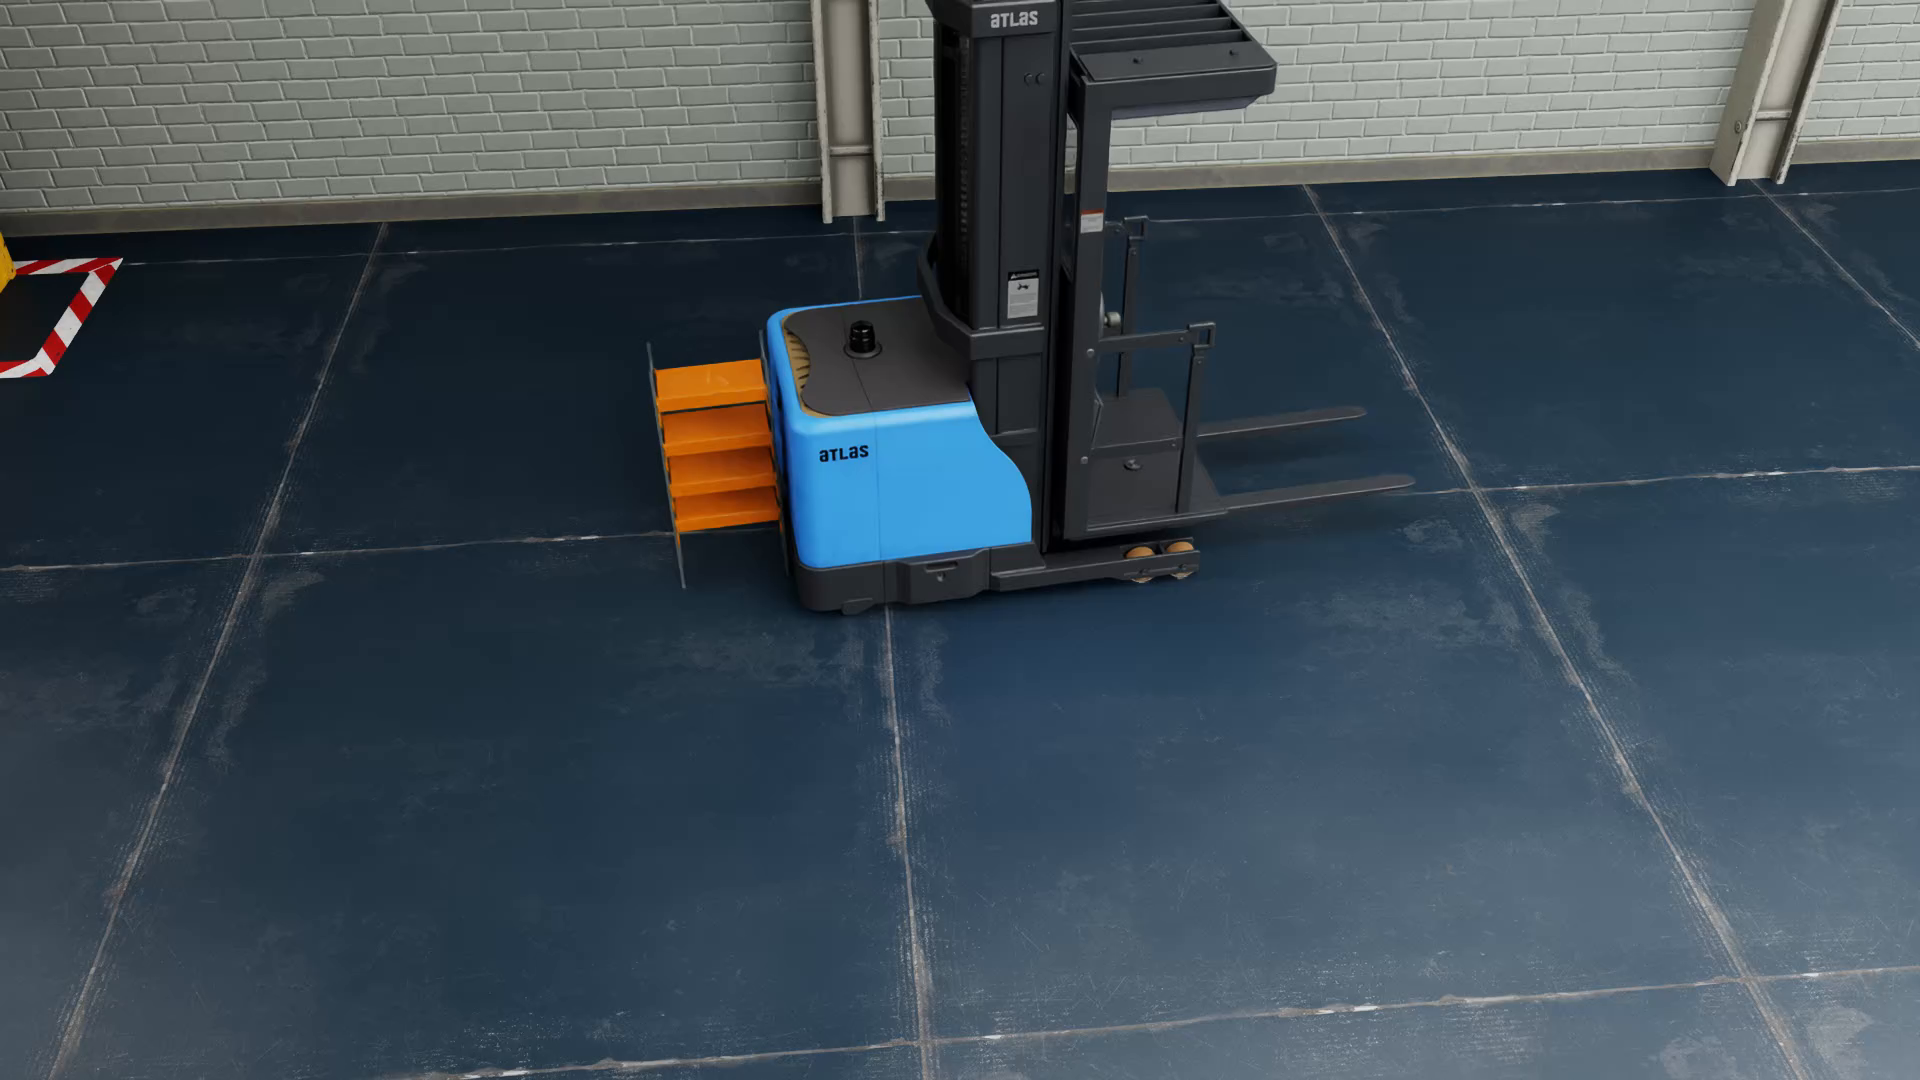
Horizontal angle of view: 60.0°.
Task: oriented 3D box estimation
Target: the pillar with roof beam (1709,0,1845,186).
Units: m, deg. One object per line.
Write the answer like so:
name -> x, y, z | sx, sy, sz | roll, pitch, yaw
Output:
pillar with roof beam -> 5.666, -3.338, 5.038 | 0.400, 9.000, 9.100 | -3, 38, -4

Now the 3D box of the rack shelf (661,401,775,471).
rack shelf -> -1.085, -0.467, 7.436 | 0.480, 0.148, 0.258 | -7, 39, -8

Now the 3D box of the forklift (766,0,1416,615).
forklift -> 0.663, -1.266, 7.311 | 3.031, 2.935, 1.130 | -7, 39, -9

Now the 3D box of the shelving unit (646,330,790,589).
shelving unit -> -1.083, -0.345, 7.534 | 0.503, 1.200, 0.258 | -7, 39, -8

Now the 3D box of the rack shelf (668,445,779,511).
rack shelf -> -1.082, -0.292, 7.575 | 0.480, 0.148, 0.258 | -7, 39, -8

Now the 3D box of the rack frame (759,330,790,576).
rack frame -> -0.843, -0.376, 7.566 | 0.015, 1.200, 0.240 | -7, 39, -8

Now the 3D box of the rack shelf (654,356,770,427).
rack shelf -> -1.089, -0.653, 7.289 | 0.480, 0.148, 0.258 | -7, 39, -8

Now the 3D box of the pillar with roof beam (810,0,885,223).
pillar with roof beam -> -0.310, -3.009, 4.621 | 0.400, 9.000, 9.100 | -3, 38, -4

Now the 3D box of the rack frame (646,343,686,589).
rack frame -> -1.323, -0.314, 7.501 | 0.015, 1.200, 0.240 | -7, 39, -8

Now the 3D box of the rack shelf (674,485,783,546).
rack shelf -> -1.078, -0.137, 7.699 | 0.480, 0.148, 0.258 | -7, 39, -8

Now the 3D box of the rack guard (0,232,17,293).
rack guard -> -5.871, -1.483, 9.548 | 0.348, 0.500, 1.175 | -3, 38, -4
